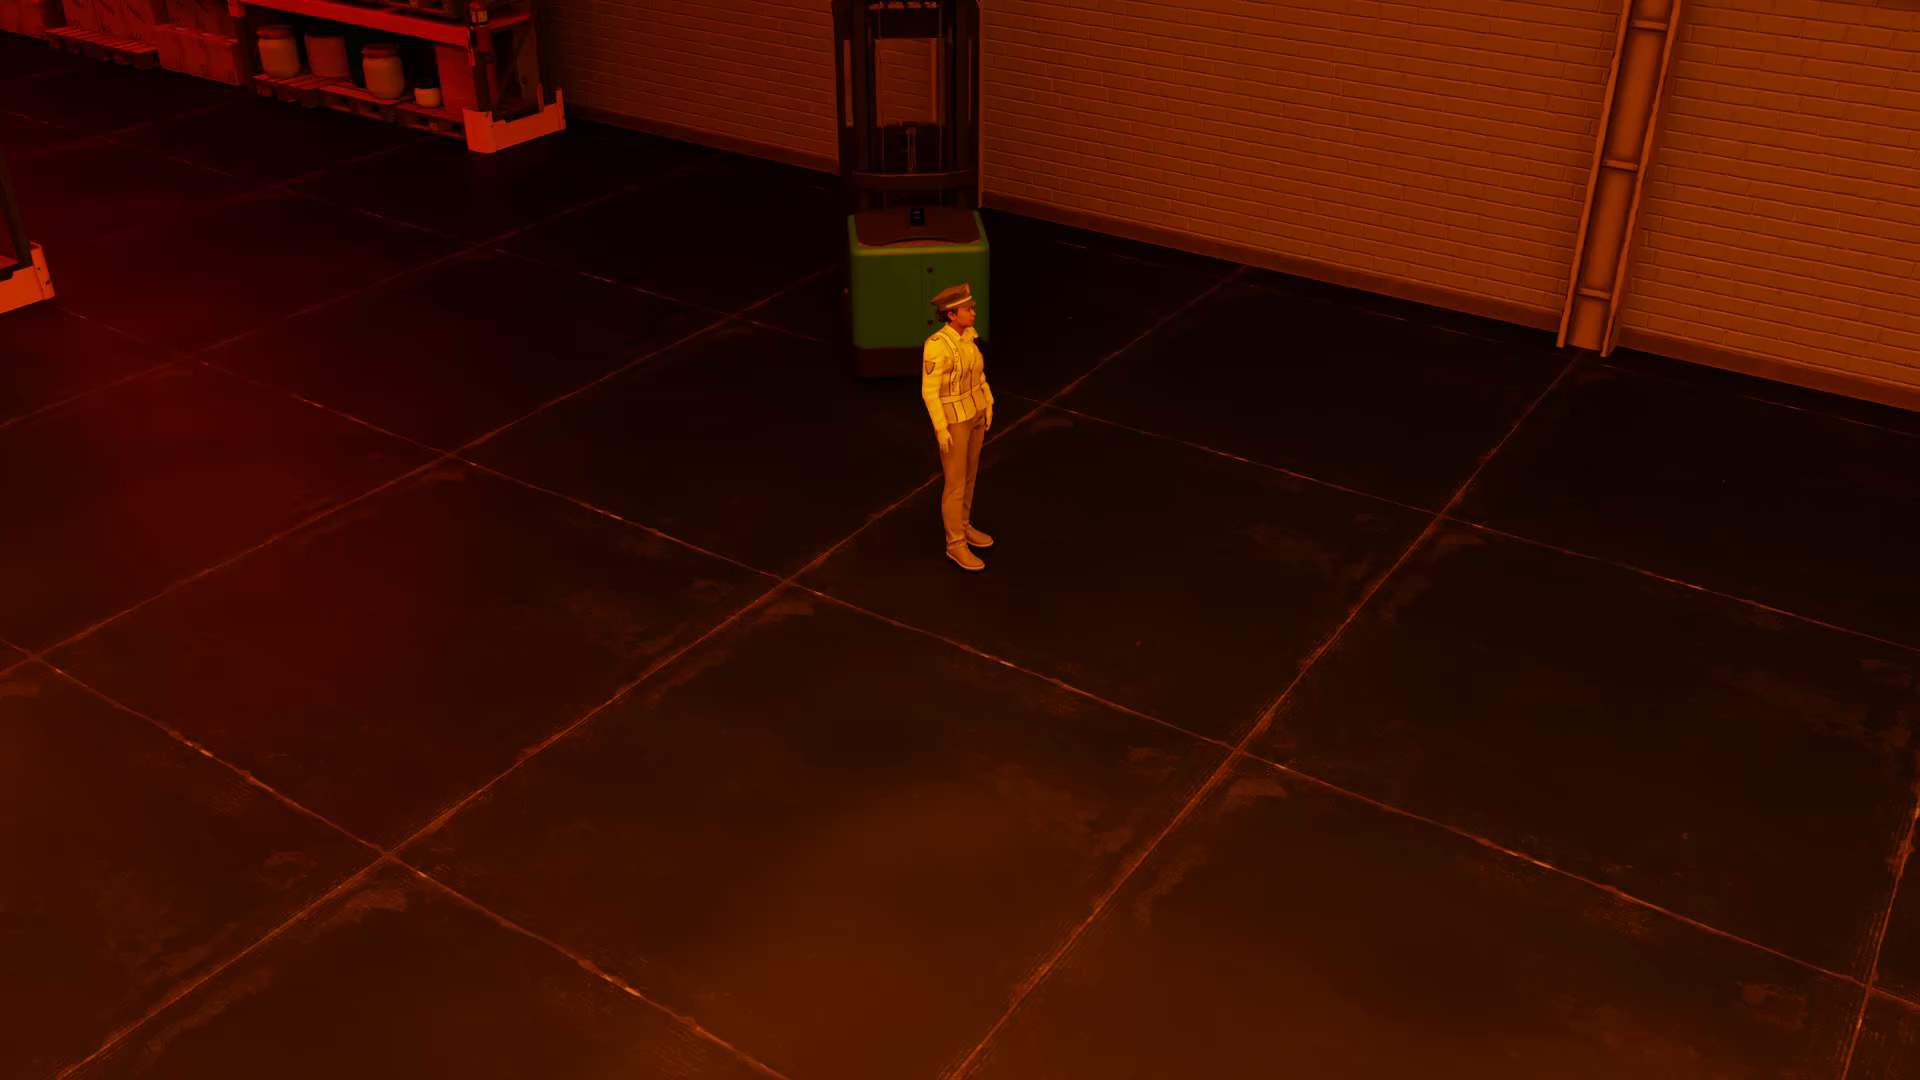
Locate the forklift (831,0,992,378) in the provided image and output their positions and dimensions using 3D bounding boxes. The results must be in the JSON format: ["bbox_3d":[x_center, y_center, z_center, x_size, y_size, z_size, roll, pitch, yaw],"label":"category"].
[{"bbox_3d":[-0.422,-3.193,13.080,1.130,2.935,3.031,-3,30,-5],"label":"forklift"}]

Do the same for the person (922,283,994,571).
[{"bbox_3d":[0.052,-0.718,10.034,0.534,1.696,0.587,19,35,29],"label":"person"}]
